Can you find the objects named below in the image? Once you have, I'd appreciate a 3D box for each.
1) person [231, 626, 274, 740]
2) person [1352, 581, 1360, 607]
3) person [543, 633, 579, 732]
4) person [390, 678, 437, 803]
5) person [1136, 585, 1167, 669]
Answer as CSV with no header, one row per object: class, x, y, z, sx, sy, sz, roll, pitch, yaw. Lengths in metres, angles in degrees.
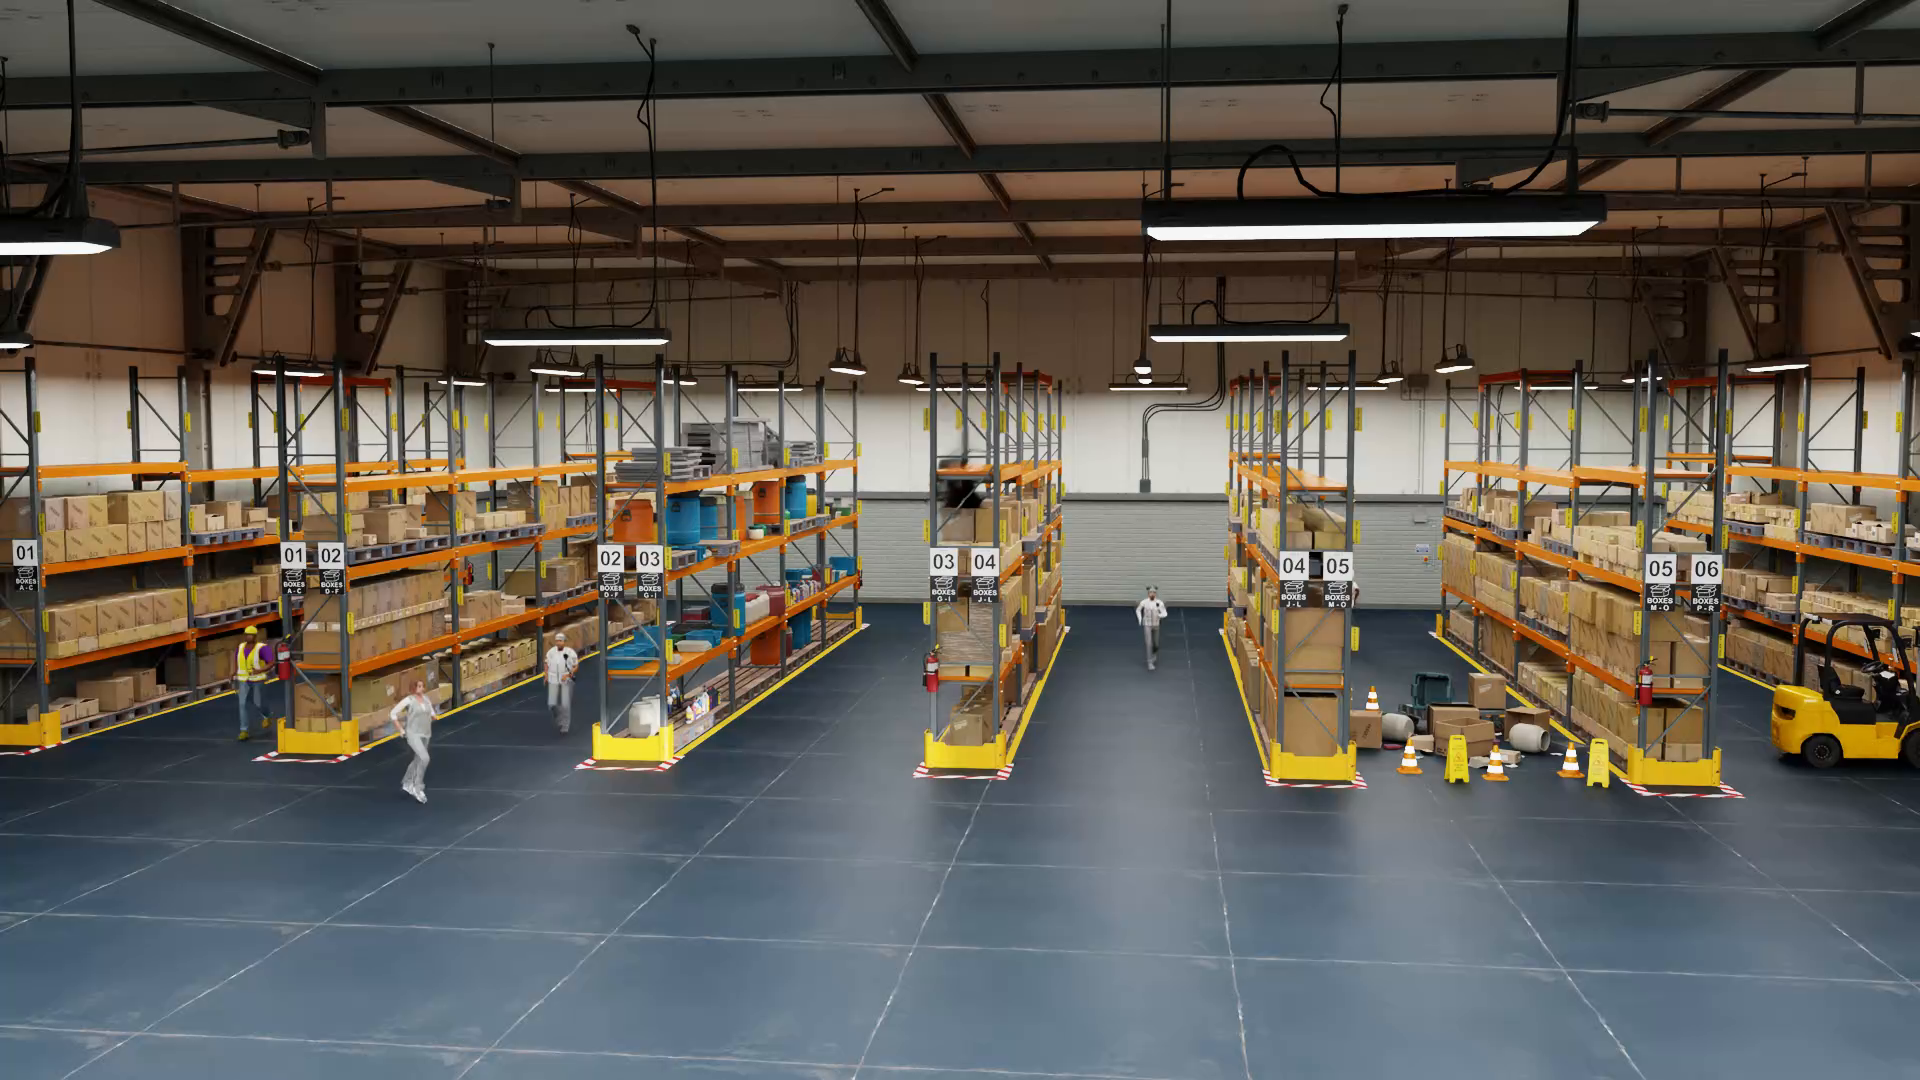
person,-11.260,2.236,26.456,0.723,1.751,0.959,0,4,0
person,8.523,1.516,37.122,0.660,1.829,0.755,0,4,-1
person,-6.443,2.301,26.792,0.592,1.616,0.588,0,4,-1
person,-7.189,2.651,22.042,0.706,1.621,0.505,2,5,28
person,3.908,1.754,33.880,0.621,1.670,0.888,0,4,0
